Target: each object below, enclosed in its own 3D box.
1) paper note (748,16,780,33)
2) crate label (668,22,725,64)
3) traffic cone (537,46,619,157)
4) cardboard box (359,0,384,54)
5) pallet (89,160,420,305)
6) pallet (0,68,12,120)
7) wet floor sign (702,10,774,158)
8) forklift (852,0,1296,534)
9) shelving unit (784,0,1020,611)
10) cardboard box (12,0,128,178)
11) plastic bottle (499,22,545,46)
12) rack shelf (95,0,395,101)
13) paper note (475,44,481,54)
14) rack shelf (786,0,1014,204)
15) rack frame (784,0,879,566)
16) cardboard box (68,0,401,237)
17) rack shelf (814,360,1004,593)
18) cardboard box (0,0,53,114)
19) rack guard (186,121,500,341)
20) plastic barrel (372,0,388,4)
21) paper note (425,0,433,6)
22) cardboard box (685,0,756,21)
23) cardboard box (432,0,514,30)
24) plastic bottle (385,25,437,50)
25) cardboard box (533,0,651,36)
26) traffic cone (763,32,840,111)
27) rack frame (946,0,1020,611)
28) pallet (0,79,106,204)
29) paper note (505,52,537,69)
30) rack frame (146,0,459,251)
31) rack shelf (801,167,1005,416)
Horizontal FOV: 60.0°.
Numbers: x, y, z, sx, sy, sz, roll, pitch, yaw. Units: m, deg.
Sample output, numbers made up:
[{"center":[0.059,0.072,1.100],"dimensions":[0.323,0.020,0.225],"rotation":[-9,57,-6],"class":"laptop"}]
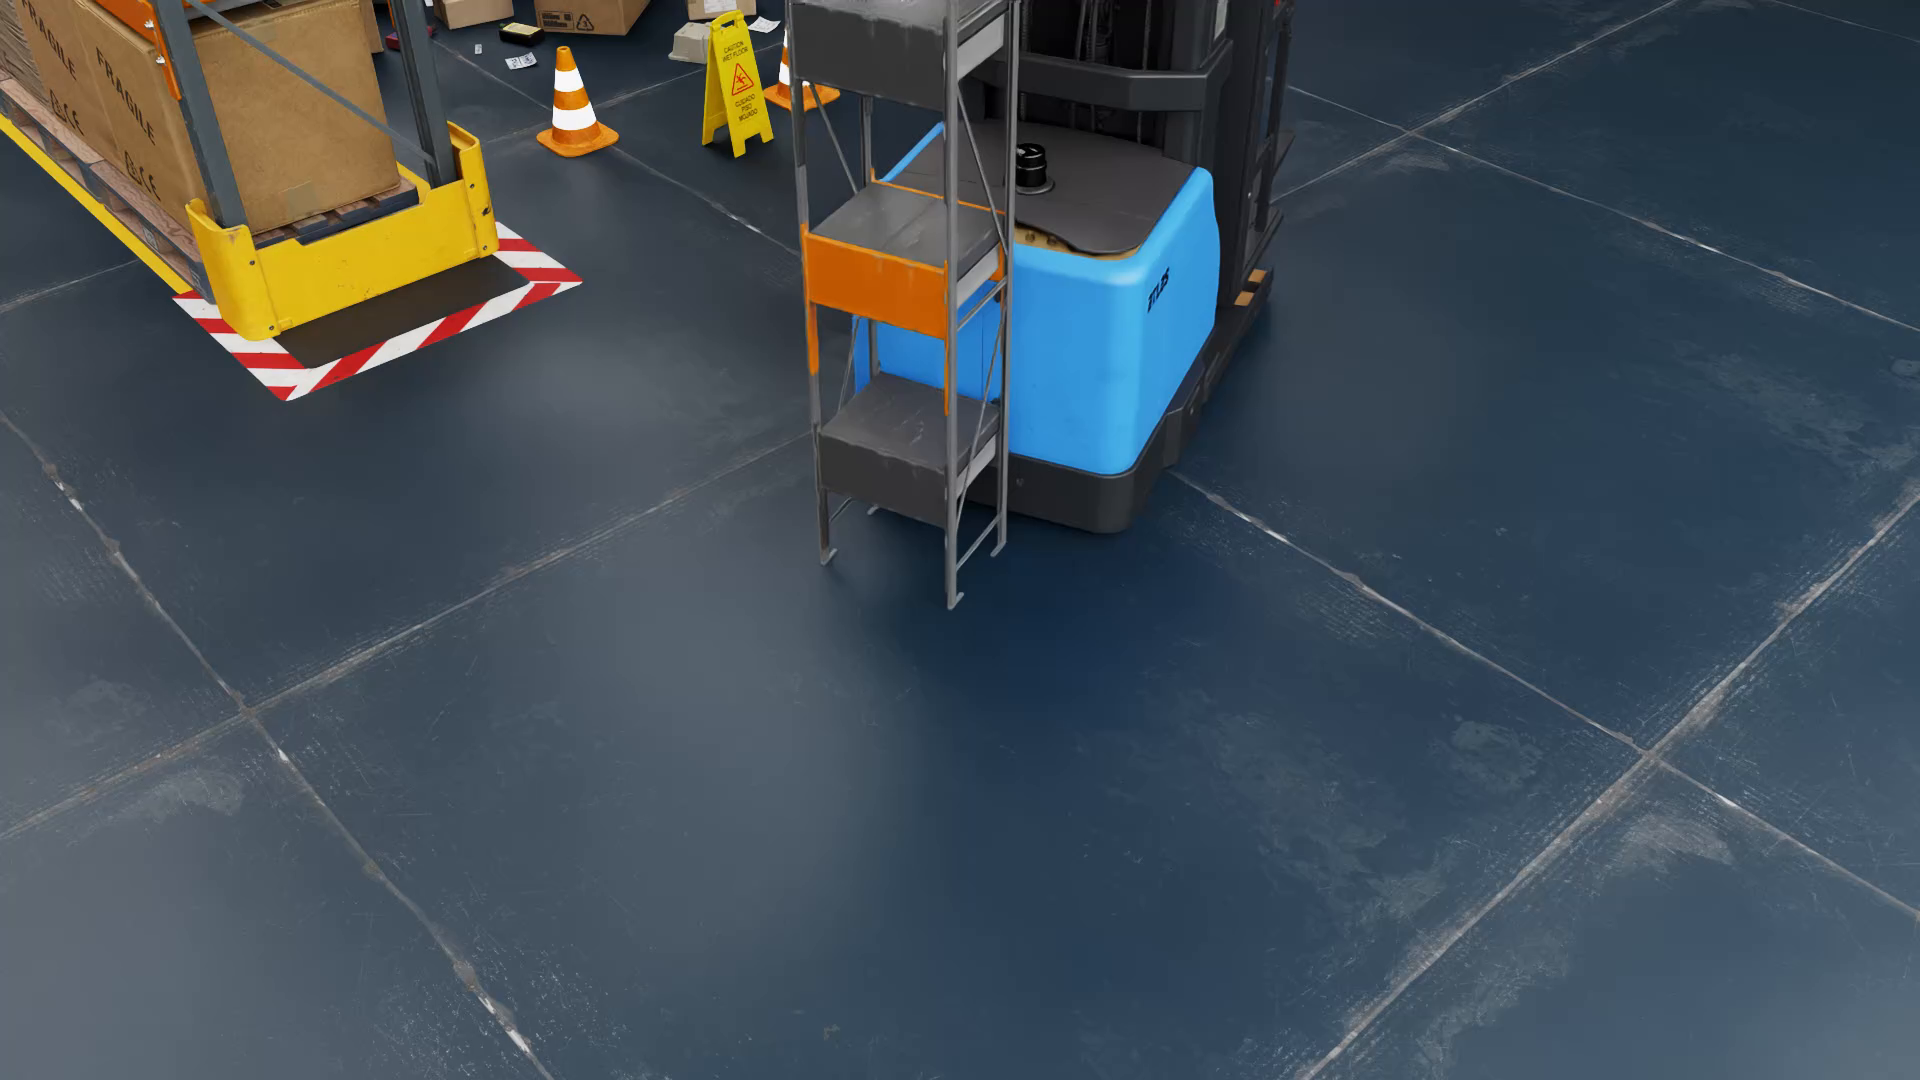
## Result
[{"center":[-1.098,-2.882,9.294],"dimensions":[0.142,0.019,0.148],"rotation":[18,42,21],"class":"paper note"},{"center":[-1.398,-2.691,8.973],"dimensions":[0.298,0.136,0.250],"rotation":[11,40,13],"class":"crate label"},{"center":[-1.883,-2.158,8.053],"dimensions":[0.336,0.463,0.334],"rotation":[-30,48,-32],"class":"traffic cone"},{"center":[-3.469,-2.893,8.932],"dimensions":[0.500,0.500,0.500],"rotation":[-22,44,-25],"class":"cardboard box"},{"center":[-3.168,-1.547,7.498],"dimensions":[1.003,0.211,1.213],"rotation":[-30,48,-32],"class":"pallet"},{"center":[-4.819,-2.676,8.896],"dimensions":[1.003,0.211,1.213],"rotation":[-30,48,-32],"class":"pallet"},{"center":[-1.092,-2.207,7.970],"dimensions":[0.232,0.644,0.267],"rotation":[26,45,28],"class":"wet floor sign"},{"center":[0.660,-2.089,6.003],"dimensions":[1.130,2.935,3.031],"rotation":[15,41,18],"class":"forklift"},{"center":[-0.155,-0.768,5.028],"dimensions":[0.503,2.100,0.431],"rotation":[18,42,21],"class":"shelving unit"},{"center":[-3.674,-2.324,7.597],"dimensions":[0.875,0.875,0.875],"rotation":[-31,48,-32],"class":"cardboard box"},{"center":[-2.439,-2.792,9.158],"dimensions":[0.283,0.061,0.133],"rotation":[18,42,21],"class":"plastic bottle"},{"center":[-3.923,-2.941,7.577],"dimensions":[1.077,0.370,4.000],"rotation":[-30,48,-32],"class":"rack shelf"},{"center":[-2.622,-2.673,9.051],"dimensions":[0.032,0.001,0.123],"rotation":[-8,40,-10],"class":"paper note"},{"center":[-0.153,-1.301,4.596],"dimensions":[0.480,0.518,0.431],"rotation":[18,42,21],"class":"rack shelf"},{"center":[-0.371,-0.840,5.116],"dimensions":[0.015,2.100,0.400],"rotation":[18,42,21],"class":"rack frame"},{"center":[-3.077,-1.918,7.094],"dimensions":[0.875,0.875,0.875],"rotation":[-30,47,-32],"class":"cardboard box"},{"center":[-0.157,-0.213,5.477],"dimensions":[0.480,0.518,0.431],"rotation":[18,42,21],"class":"rack shelf"},{"center":[-4.289,-2.747,8.121],"dimensions":[0.875,0.875,0.875],"rotation":[-30,47,-31],"class":"cardboard box"},{"center":[-2.554,-1.312,6.976],"dimensions":[1.175,0.500,0.348],"rotation":[-30,48,-32],"class":"rack guard"},{"center":[-3.378,-3.271,9.463],"dimensions":[0.512,0.421,0.421],"rotation":[-2,39,-2],"class":"plastic barrel"},{"center":[-3.009,-3.137,9.617],"dimensions":[0.172,0.023,0.155],"rotation":[-15,41,-17],"class":"paper note"},{"center":[-1.366,-3.084,9.451],"dimensions":[0.380,0.149,0.250],"rotation":[-8,40,-10],"class":"cardboard box"},{"center":[-2.756,-3.070,9.340],"dimensions":[0.396,0.266,0.258],"rotation":[-22,44,-25],"class":"cardboard box"},{"center":[-3.009,-2.775,9.137],"dimensions":[0.133,0.061,0.283],"rotation":[18,42,21],"class":"plastic bottle"},{"center":[-2.045,-3.211,9.326],"dimensions":[0.637,0.503,0.797],"rotation":[5,39,6],"class":"cardboard box"},{"center":[-0.821,-2.480,8.453],"dimensions":[0.336,0.463,0.334],"rotation":[-30,48,-32],"class":"traffic cone"},{"center":[0.061,-0.696,4.940],"dimensions":[0.015,2.100,0.400],"rotation":[18,42,21],"class":"rack frame"},{"center":[-3.989,-2.112,8.197],"dimensions":[1.003,0.211,1.213],"rotation":[-30,48,-32],"class":"pallet"},{"center":[-2.352,-2.567,8.906],"dimensions":[0.144,0.017,0.142],"rotation":[-15,41,-17],"class":"paper note"},{"center":[-2.570,-2.295,6.205],"dimensions":[1.000,3.000,0.127],"rotation":[-30,48,-32],"class":"rack frame"},{"center":[-0.155,-0.757,5.037],"dimensions":[0.480,0.518,0.431],"rotation":[18,42,21],"class":"rack shelf"}]
